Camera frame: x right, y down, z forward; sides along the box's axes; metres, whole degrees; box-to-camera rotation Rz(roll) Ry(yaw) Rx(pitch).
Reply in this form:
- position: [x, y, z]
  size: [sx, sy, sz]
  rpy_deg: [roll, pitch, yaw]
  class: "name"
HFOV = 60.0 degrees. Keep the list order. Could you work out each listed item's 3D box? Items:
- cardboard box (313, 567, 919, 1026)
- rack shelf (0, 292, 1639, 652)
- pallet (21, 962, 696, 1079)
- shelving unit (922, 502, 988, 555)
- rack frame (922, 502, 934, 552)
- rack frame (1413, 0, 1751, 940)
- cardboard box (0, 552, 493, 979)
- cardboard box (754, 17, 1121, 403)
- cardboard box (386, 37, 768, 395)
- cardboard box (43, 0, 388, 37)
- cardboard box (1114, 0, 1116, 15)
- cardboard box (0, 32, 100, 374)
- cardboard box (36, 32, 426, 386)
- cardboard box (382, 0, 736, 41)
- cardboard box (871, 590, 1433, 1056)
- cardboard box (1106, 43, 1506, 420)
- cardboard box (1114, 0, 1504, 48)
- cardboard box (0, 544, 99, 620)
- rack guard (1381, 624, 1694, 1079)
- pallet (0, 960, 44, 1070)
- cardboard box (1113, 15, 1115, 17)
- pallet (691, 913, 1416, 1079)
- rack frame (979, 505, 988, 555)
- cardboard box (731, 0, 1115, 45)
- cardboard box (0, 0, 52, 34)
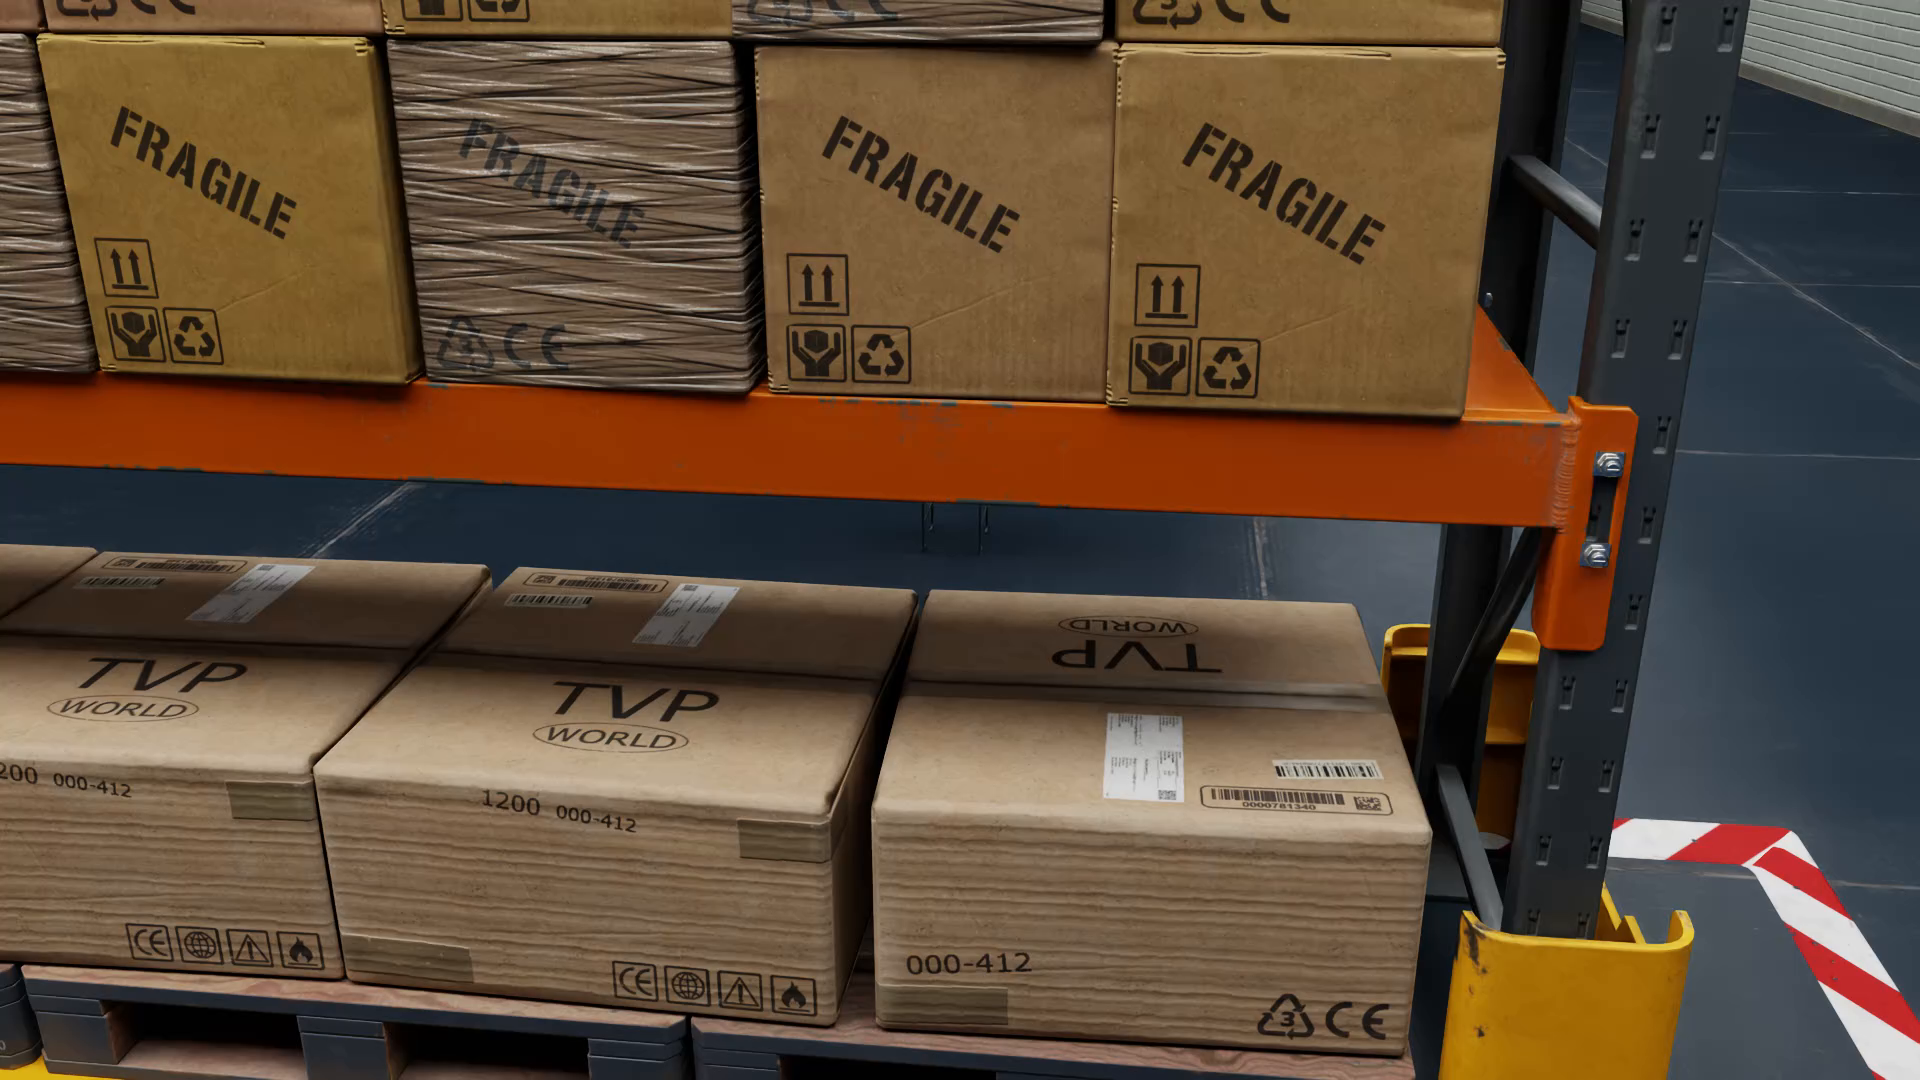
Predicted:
- position: [-0.579, 0.438, 3.166]
  size: [0.875, 0.438, 0.875]
  rpy_deg: [3, 22, 8]
  class: "cardboard box"
- position: [-0.988, -0.282, 3.051]
  size: [4.000, 0.370, 1.077]
  rpy_deg: [2, 22, 6]
  class: "rack shelf"
- position: [-1.014, 0.707, 3.364]
  size: [1.213, 0.211, 1.003]
  rpy_deg: [2, 22, 6]
  class: "pallet"
- position: [-0.014, -0.559, 5.221]
  size: [0.189, 1.200, 0.258]
  rpy_deg: [2, 22, 6]
  class: "shelving unit"
- position: [-0.105, -0.563, 5.231]
  size: [0.006, 1.200, 0.240]
  rpy_deg: [2, 22, 6]
  class: "rack frame"
- position: [0.998, -0.530, 2.700]
  size: [0.127, 3.000, 1.000]
  rpy_deg: [2, 22, 6]
  class: "rack frame"
- position: [-1.474, 0.398, 3.267]
  size: [0.875, 0.438, 0.875]
  rpy_deg: [2, 22, 5]
  class: "cardboard box"
- position: [-0.009, -0.528, 2.559]
  size: [0.500, 0.500, 0.500]
  rpy_deg: [2, 22, 5]
  class: "cardboard box"
- position: [-0.521, -0.546, 2.606]
  size: [0.500, 0.500, 0.500]
  rpy_deg: [3, 22, 8]
  class: "cardboard box"
- position: [-1.021, -1.032, 2.475]
  size: [0.500, 0.500, 0.500]
  rpy_deg: [2, 22, 6]
  class: "cardboard box"
- position: [0.041, -1.186, 2.864]
  size: [0.500, 0.500, 0.500]
  rpy_deg: [2, 22, 5]
  class: "cardboard box"
- position: [-1.547, -0.586, 2.707]
  size: [0.500, 0.500, 0.500]
  rpy_deg: [3, 22, 7]
  class: "cardboard box"
- position: [-1.035, -0.564, 2.651]
  size: [0.500, 0.500, 0.500]
  rpy_deg: [3, 22, 8]
  class: "cardboard box"
- position: [-0.522, -1.010, 2.418]
  size: [0.500, 0.500, 0.500]
  rpy_deg: [2, 22, 6]
  class: "cardboard box"
- position: [0.331, 0.474, 3.074]
  size: [0.875, 0.438, 0.875]
  rpy_deg: [2, 22, 4]
  class: "cardboard box"
- position: [0.488, -0.501, 2.490]
  size: [0.500, 0.500, 0.500]
  rpy_deg: [3, 22, 7]
  class: "cardboard box"
- position: [0.491, -0.975, 2.331]
  size: [0.500, 0.500, 0.500]
  rpy_deg: [3, 22, 8]
  class: "cardboard box"
- position: [-2.364, 0.360, 3.364]
  size: [0.875, 0.438, 0.875]
  rpy_deg: [2, 22, 6]
  class: "cardboard box"
- position: [1.022, 0.634, 3.157]
  size: [0.348, 0.500, 1.175]
  rpy_deg: [2, 22, 6]
  class: "rack guard"
- position: [-2.229, 0.655, 3.495]
  size: [1.213, 0.211, 1.003]
  rpy_deg: [2, 22, 6]
  class: "pallet"
- position: [0.049, -0.714, 3.029]
  size: [0.500, 0.500, 0.500]
  rpy_deg: [2, 22, 6]
  class: "cardboard box"
- position: [0.195, 0.761, 3.228]
  size: [1.213, 0.211, 1.003]
  rpy_deg: [2, 22, 6]
  class: "pallet"
- position: [0.076, -0.555, 5.211]
  size: [0.006, 1.200, 0.240]
  rpy_deg: [2, 22, 6]
  class: "rack frame"
- position: [-0.031, -0.987, 2.361]
  size: [0.500, 0.500, 0.500]
  rpy_deg: [3, 22, 6]
  class: "cardboard box"
- position: [-1.522, -1.055, 2.532]
  size: [0.500, 0.500, 0.500]
  rpy_deg: [3, 22, 7]
  class: "cardboard box"
